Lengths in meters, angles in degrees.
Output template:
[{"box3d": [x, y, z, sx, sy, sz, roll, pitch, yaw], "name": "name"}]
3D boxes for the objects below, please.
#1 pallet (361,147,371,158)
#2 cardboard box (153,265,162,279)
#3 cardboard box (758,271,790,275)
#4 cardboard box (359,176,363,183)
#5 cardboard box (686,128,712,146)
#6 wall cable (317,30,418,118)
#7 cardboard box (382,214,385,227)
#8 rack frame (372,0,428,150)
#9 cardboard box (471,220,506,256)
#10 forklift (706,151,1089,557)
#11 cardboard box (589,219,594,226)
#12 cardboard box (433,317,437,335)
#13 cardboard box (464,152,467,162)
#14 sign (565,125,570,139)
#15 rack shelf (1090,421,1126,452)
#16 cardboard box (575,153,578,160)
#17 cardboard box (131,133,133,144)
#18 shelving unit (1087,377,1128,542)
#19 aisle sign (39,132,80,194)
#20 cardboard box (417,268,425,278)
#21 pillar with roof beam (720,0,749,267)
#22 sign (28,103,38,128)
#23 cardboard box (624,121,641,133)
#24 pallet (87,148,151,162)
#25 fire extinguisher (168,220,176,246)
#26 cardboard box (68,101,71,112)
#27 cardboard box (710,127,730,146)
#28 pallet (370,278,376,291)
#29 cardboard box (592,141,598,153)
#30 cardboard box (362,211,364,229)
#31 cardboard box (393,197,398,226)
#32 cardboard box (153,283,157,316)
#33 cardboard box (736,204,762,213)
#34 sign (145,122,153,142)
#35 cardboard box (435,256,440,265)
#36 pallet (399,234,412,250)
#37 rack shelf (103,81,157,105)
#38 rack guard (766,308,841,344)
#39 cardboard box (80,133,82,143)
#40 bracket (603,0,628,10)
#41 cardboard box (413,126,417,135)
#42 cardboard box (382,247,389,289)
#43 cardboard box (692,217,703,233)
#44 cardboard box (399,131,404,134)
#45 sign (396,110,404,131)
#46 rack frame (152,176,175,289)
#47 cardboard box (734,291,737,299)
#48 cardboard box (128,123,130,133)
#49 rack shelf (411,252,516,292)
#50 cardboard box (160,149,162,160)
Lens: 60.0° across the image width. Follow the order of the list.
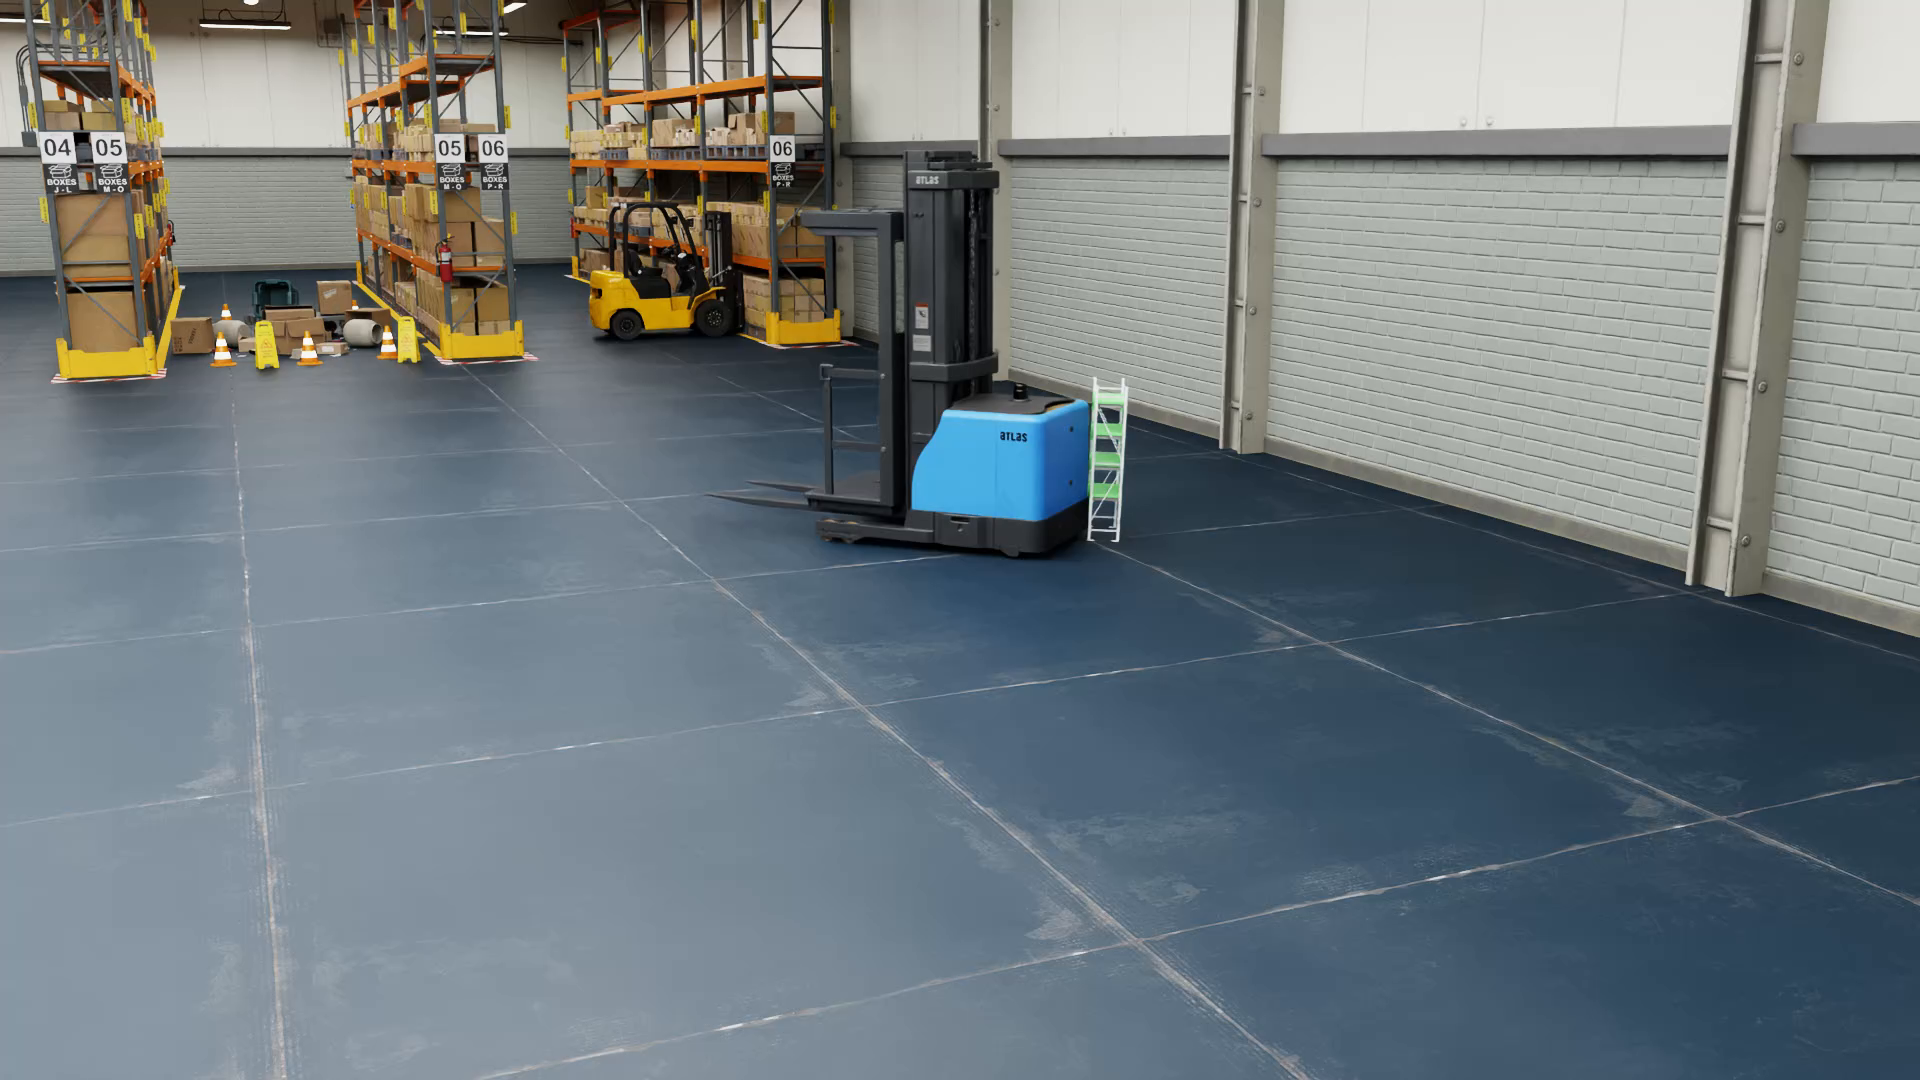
[{"box3d": [-12.171, -8.244, 35.380, 1.003, 0.211, 1.213, -6, 14, -23], "name": "pallet"}, {"box3d": [-14.800, -4.878, 30.241, 0.500, 0.250, 0.500, -6, 14, -26], "name": "cardboard box"}, {"box3d": [-3.111, -4.408, 28.211, 0.500, 0.250, 0.500, -6, 14, -24], "name": "cardboard box"}, {"box3d": [-12.984, -7.911, 36.522, 0.380, 0.149, 0.250, -6, 14, -24], "name": "cardboard box"}, {"box3d": [-4.615, -7.251, 29.937, 0.500, 0.311, 0.500, -6, 14, -25], "name": "cardboard box"}, {"box3d": [-15.302, -11.622, 43.127, 2.355, 3.000, 0.029, -6, 14, -23], "name": "wall cable"}, {"box3d": [-10.886, -6.182, 32.153, 0.500, 0.250, 0.500, -6, 14, -24], "name": "cardboard box"}, {"box3d": [-10.250, -8.752, 30.727, 1.000, 3.000, 0.127, -6, 14, -23], "name": "rack frame"}, {"box3d": [-6.981, -4.493, 24.748, 0.500, 0.500, 0.500, -6, 14, -24], "name": "cardboard box"}, {"box3d": [-0.554, -1.506, 12.877, 3.031, 2.935, 1.130, 6, 14, 24], "name": "forklift"}, {"box3d": [-8.434, -7.393, 38.716, 0.380, 0.149, 0.250, -5, 14, -22], "name": "cardboard box"}, {"box3d": [-7.816, -3.292, 25.607, 0.500, 0.250, 0.500, -6, 14, -23], "name": "cardboard box"}, {"box3d": [-7.265, -5.766, 25.036, 0.380, 0.149, 0.250, -6, 14, -23], "name": "cardboard box"}, {"box3d": [-9.406, -9.769, 39.836, 0.100, 0.325, 0.005, -6, 14, -23], "name": "sign"}, {"box3d": [1.143, -0.803, 12.876, 0.258, 0.148, 0.480, 3, 13, 2], "name": "rack shelf"}, {"box3d": [-8.994, -9.183, 39.800, 0.380, 0.149, 0.250, -5, 14, -22], "name": "cardboard box"}, {"box3d": [-11.993, -5.714, 23.656, 0.380, 0.149, 0.250, -5, 14, -22], "name": "cardboard box"}, {"box3d": [1.137, -0.632, 12.916, 0.258, 1.200, 0.503, 3, 13, 2], "name": "shelving unit"}, {"box3d": [-11.787, -4.933, 21.766, 0.394, 0.787, 0.004, -6, 14, -23], "name": "aisle sign"}, {"box3d": [-8.664, -4.372, 27.171, 0.380, 0.149, 0.250, -5, 14, -22], "name": "cardboard box"}, {"box3d": [-8.300, -8.624, 30.175, 9.100, 9.000, 0.400, -6, 14, -23], "name": "pillar with roof beam"}, {"box3d": [-12.044, -5.516, 21.611, 0.100, 0.325, 0.005, -6, 14, -23], "name": "sign"}, {"box3d": [-7.121, -8.987, 36.219, 0.396, 0.266, 0.258, -6, 14, -24], "name": "cardboard box"}, {"box3d": [-13.988, -6.371, 27.513, 1.003, 0.211, 1.213, -5, 14, -20], "name": "pallet"}, {"box3d": [-17.628, -6.888, 36.978, 0.296, 0.674, 0.183, -6, 14, -23], "name": "fire extinguisher"}, {"box3d": [-12.085, -5.780, 22.173, 0.380, 0.149, 0.250, -6, 14, -23], "name": "cardboard box"}, {"box3d": [-3.992, -6.929, 28.549, 0.500, 0.311, 0.500, -5, 14, -22], "name": "cardboard box"}, {"box3d": [-12.578, -5.714, 37.088, 1.003, 0.211, 1.213, -6, 14, -23], "name": "pallet"}, {"box3d": [-7.947, -8.821, 37.352, 0.500, 0.250, 0.500, -6, 14, -25], "name": "cardboard box"}, {"box3d": [-12.895, -7.095, 36.650, 0.500, 0.500, 0.500, -5, 14, -21], "name": "cardboard box"}, {"box3d": [-10.067, -6.006, 30.357, 0.500, 0.500, 0.500, -5, 14, -20], "name": "cardboard box"}, {"box3d": [-13.857, -3.963, 27.399, 1.050, 0.750, 0.750, -6, 14, -23], "name": "cardboard box"}, {"box3d": [-3.541, -5.560, 27.920, 0.380, 0.149, 0.250, -6, 14, -23], "name": "cardboard box"}, {"box3d": [-14.234, -7.161, 29.185, 0.100, 0.325, 0.005, -6, 14, -23], "name": "sign"}, {"box3d": [-7.595, -4.154, 24.724, 0.380, 0.149, 0.250, -6, 14, -24], "name": "cardboard box"}, {"box3d": [-9.420, -5.330, 29.674, 1.003, 0.211, 1.213, -6, 14, -23], "name": "pallet"}, {"box3d": [-17.149, -9.171, 34.142, 1.077, 0.370, 4.000, -6, 14, -23], "name": "rack shelf"}, {"box3d": [-2.490, -3.403, 26.463, 1.175, 0.500, 0.348, -6, 14, -23], "name": "rack guard"}, {"box3d": [-12.699, -5.707, 23.627, 0.380, 0.149, 0.250, -5, 14, -22], "name": "cardboard box"}, {"box3d": [-8.283, -12.592, 39.337, 0.076, 0.066, 4.783, -6, 14, -23], "name": "bracket"}, {"box3d": [-8.366, -6.426, 26.118, 0.380, 0.149, 0.250, -6, 14, -25], "name": "cardboard box"}, {"box3d": [-11.531, -5.704, 34.644, 0.875, 0.875, 0.875, -5, 14, -21], "name": "cardboard box"}, {"box3d": [-4.533, -5.701, 30.072, 0.500, 0.250, 0.500, -6, 14, -24], "name": "cardboard box"}, {"box3d": [-9.426, -7.156, 28.778, 0.500, 0.250, 0.500, -5, 14, -22], "name": "cardboard box"}, {"box3d": [-9.155, -6.857, 27.172, 0.100, 0.325, 0.005, -6, 14, -23], "name": "sign"}, {"box3d": [-17.950, -7.014, 36.523, 1.000, 3.000, 0.127, -6, 14, -23], "name": "rack frame"}, {"box3d": [-3.595, -4.119, 28.074, 0.500, 0.250, 0.500, -6, 14, -23], "name": "cardboard box"}, {"box3d": [-11.906, -5.827, 23.260, 0.500, 0.250, 0.500, -6, 14, -23], "name": "cardboard box"}, {"box3d": [-7.847, -4.239, 26.128, 1.077, 0.370, 4.000, -6, 14, -23], "name": "rack shelf"}, {"box3d": [-17.314, -8.227, 35.446, 0.500, 0.250, 0.500, -6, 14, -23], "name": "cardboard box"}]
